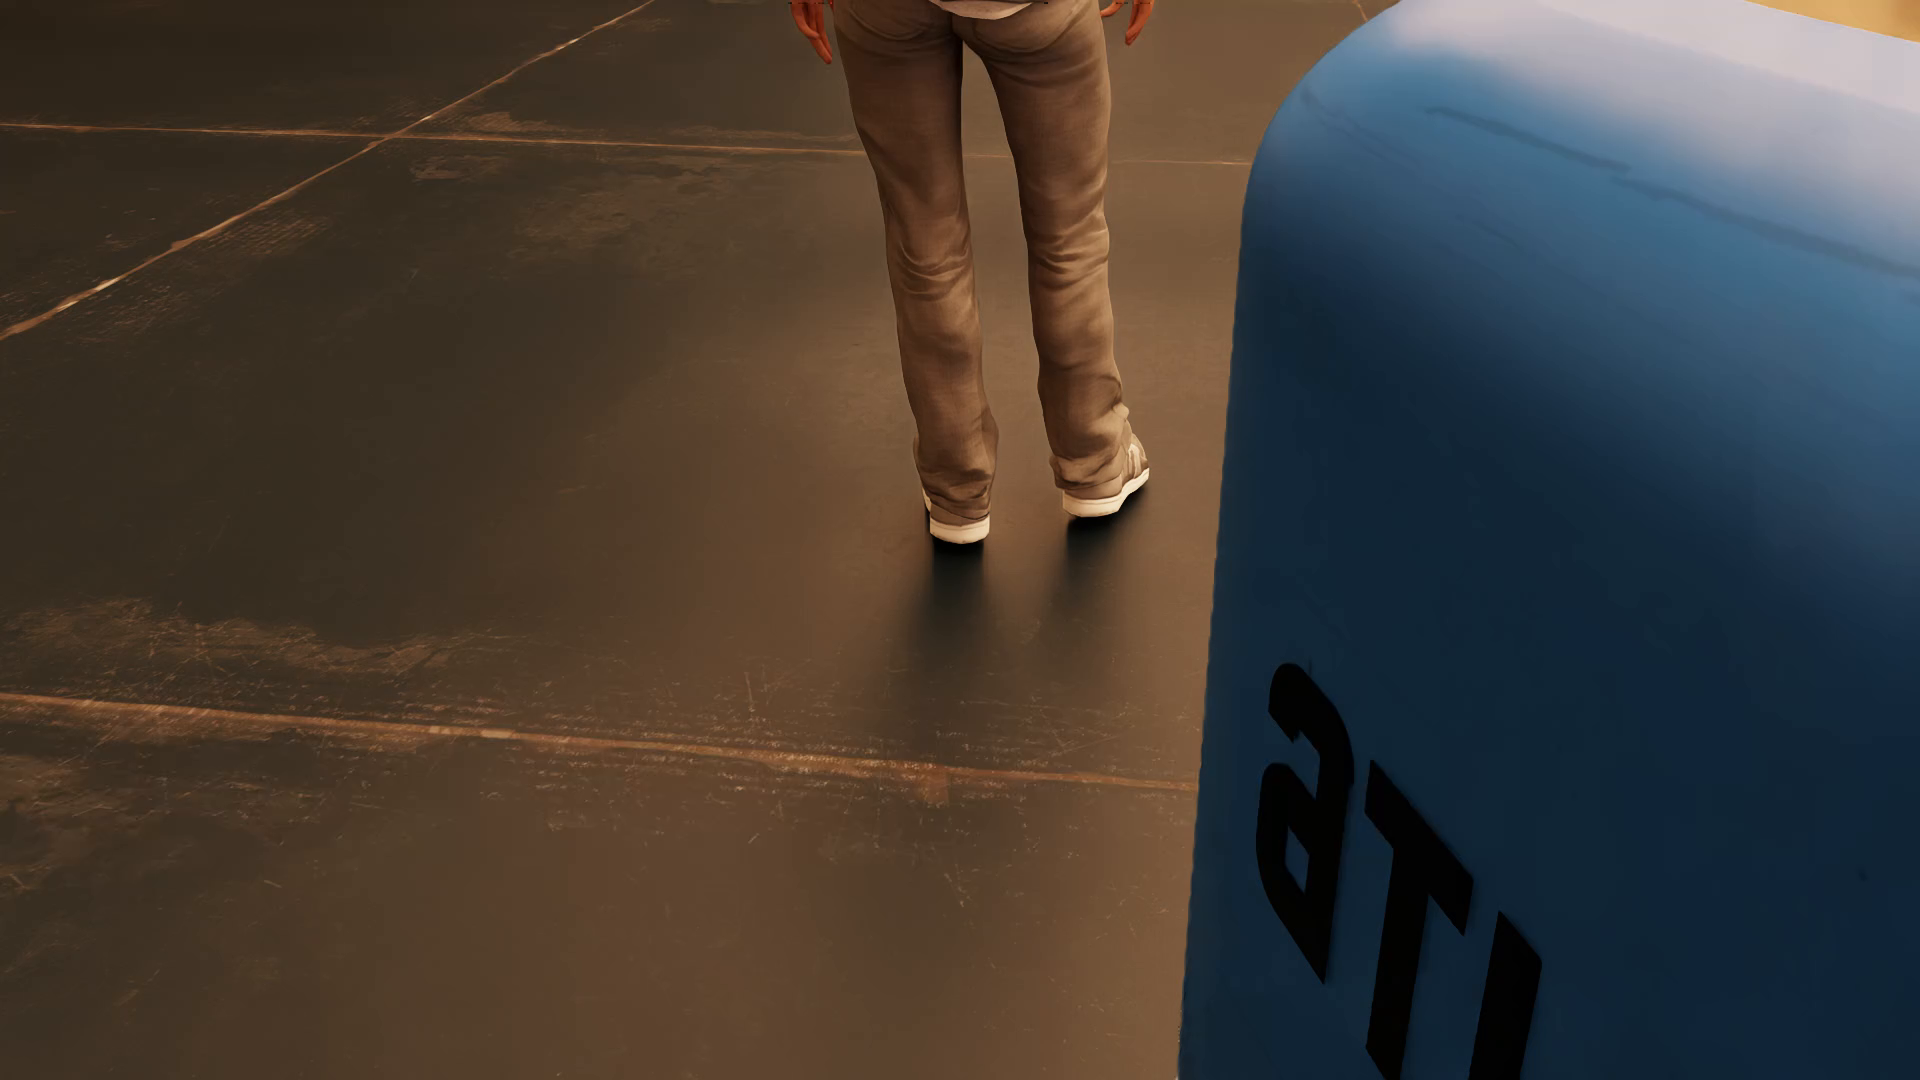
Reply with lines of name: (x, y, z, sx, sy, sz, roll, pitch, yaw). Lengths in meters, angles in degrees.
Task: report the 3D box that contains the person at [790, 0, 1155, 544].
person: (0.024, -0.753, 2.205, 0.521, 1.599, 0.473, 3, 27, 7)
